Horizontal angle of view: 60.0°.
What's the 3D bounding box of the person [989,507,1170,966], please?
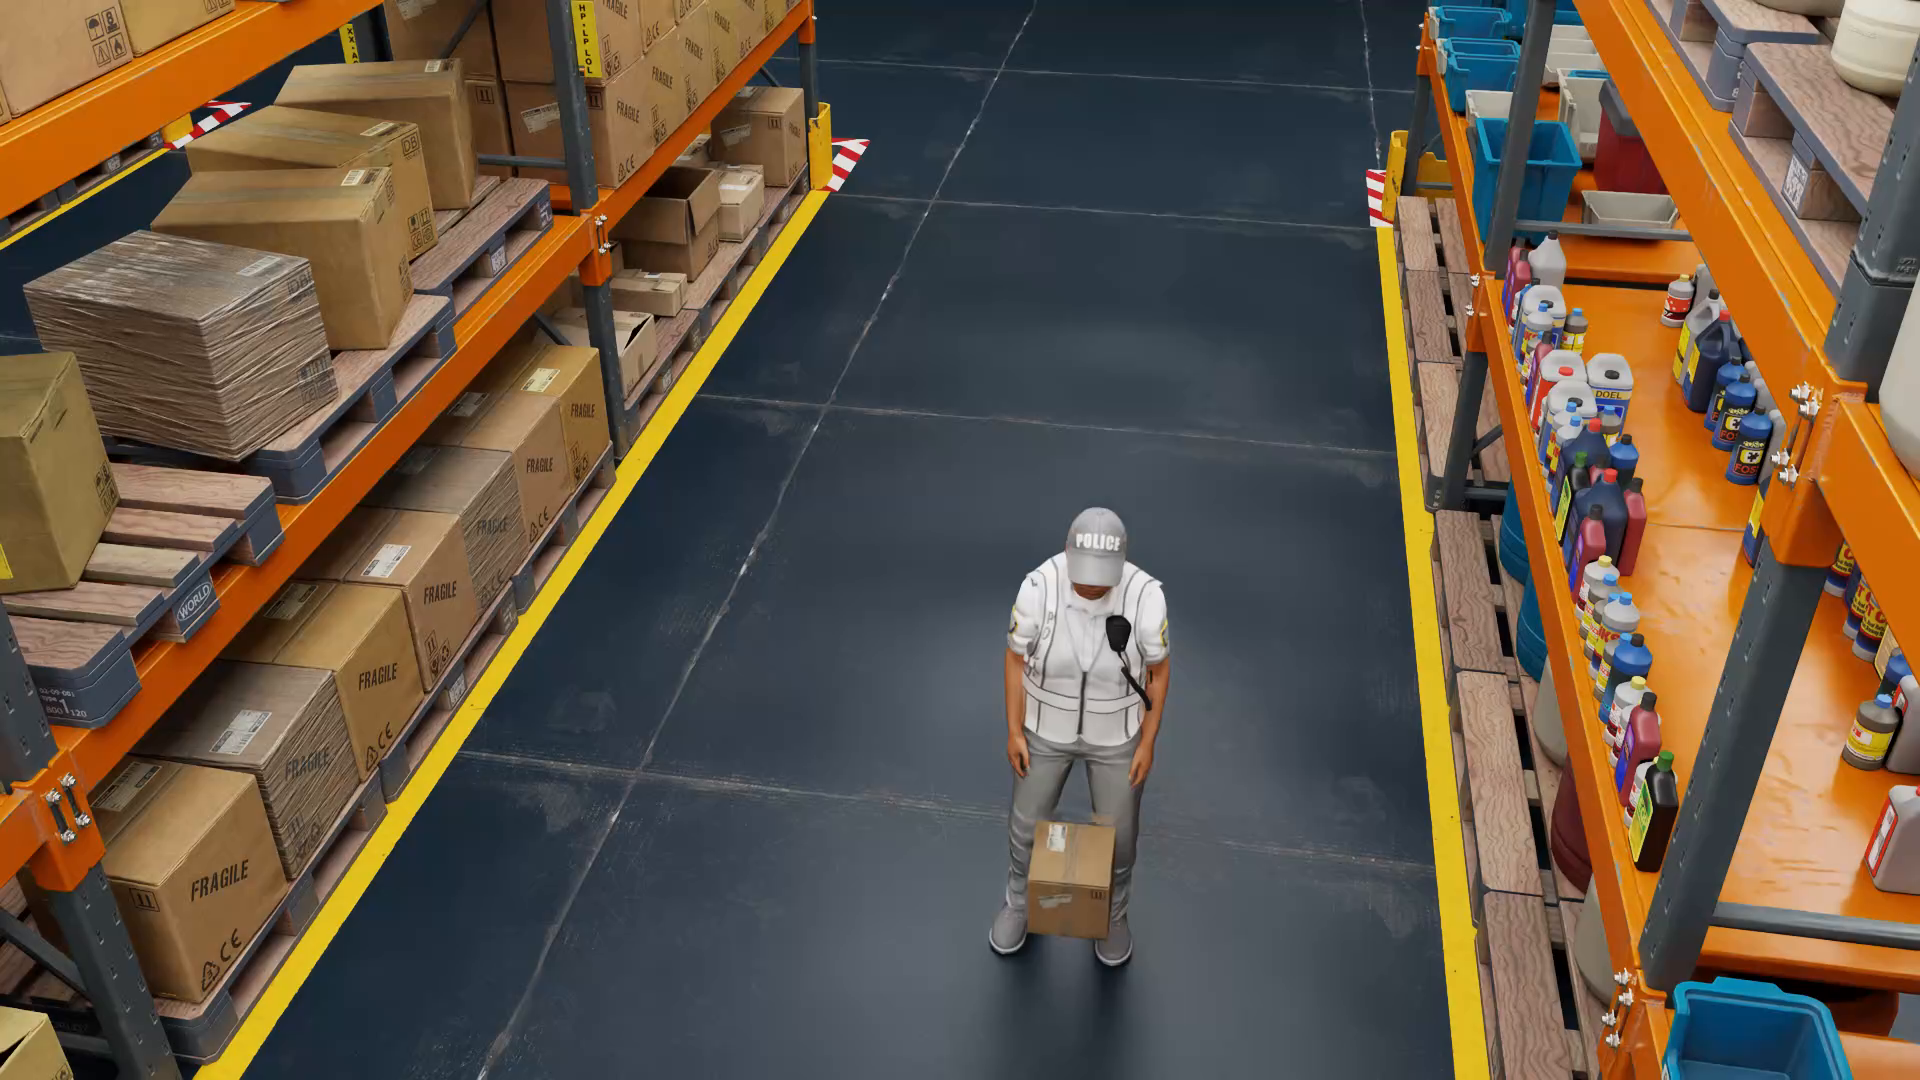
[{"bbox_3d":[0.374,0.601,5.189,0.528,1.669,0.443,4,33,7],"label":"person"}]
